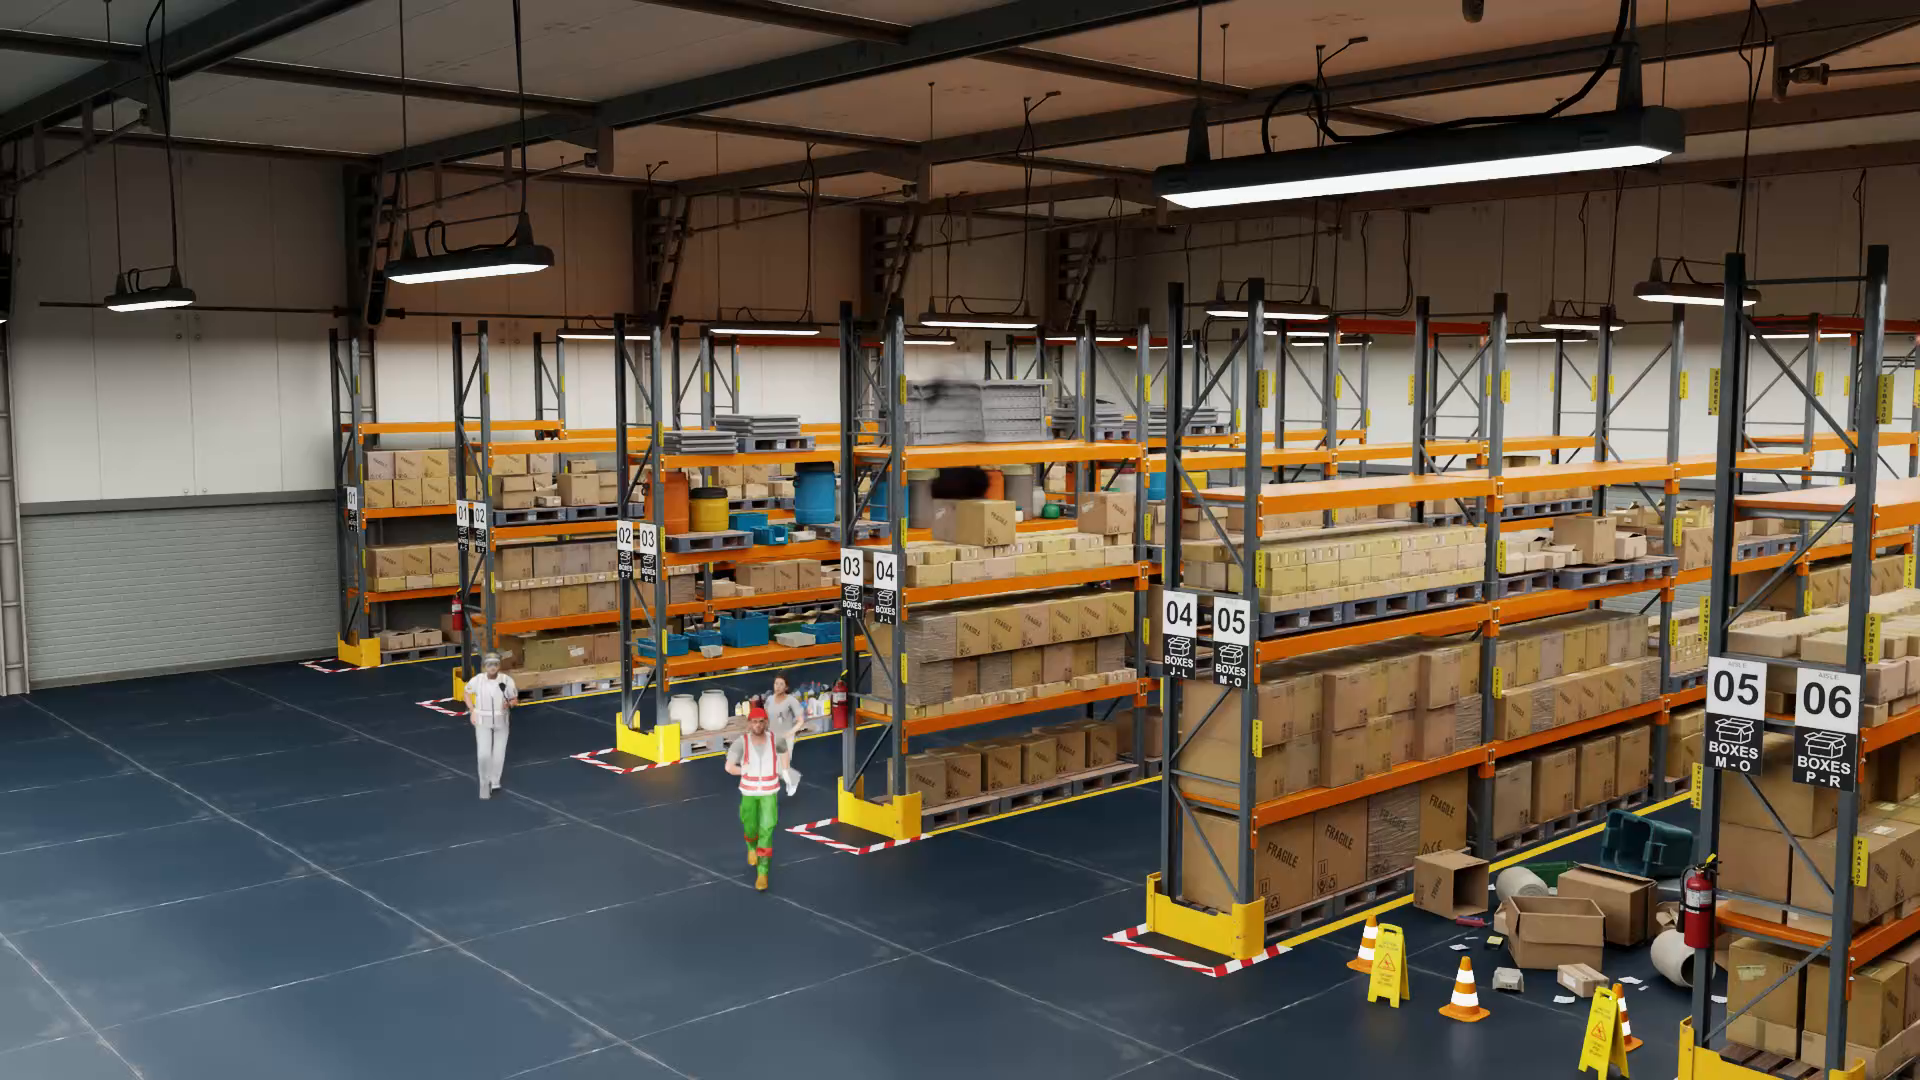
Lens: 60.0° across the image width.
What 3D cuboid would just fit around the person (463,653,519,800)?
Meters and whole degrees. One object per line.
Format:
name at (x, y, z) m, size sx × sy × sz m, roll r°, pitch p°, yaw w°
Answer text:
person at (-5.741, 2.286, 20.430) m, size 0.636 × 1.836 × 0.763 m, roll -2°, pitch 6°, yaw -21°

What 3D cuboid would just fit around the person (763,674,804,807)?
person at (-2.113, 2.416, 19.879) m, size 0.596 × 1.677 × 0.792 m, roll 2°, pitch 6°, yaw 21°

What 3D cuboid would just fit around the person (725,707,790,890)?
person at (-2.059, 2.568, 16.957) m, size 0.656 × 1.772 × 0.999 m, roll -1°, pitch 6°, yaw -8°
